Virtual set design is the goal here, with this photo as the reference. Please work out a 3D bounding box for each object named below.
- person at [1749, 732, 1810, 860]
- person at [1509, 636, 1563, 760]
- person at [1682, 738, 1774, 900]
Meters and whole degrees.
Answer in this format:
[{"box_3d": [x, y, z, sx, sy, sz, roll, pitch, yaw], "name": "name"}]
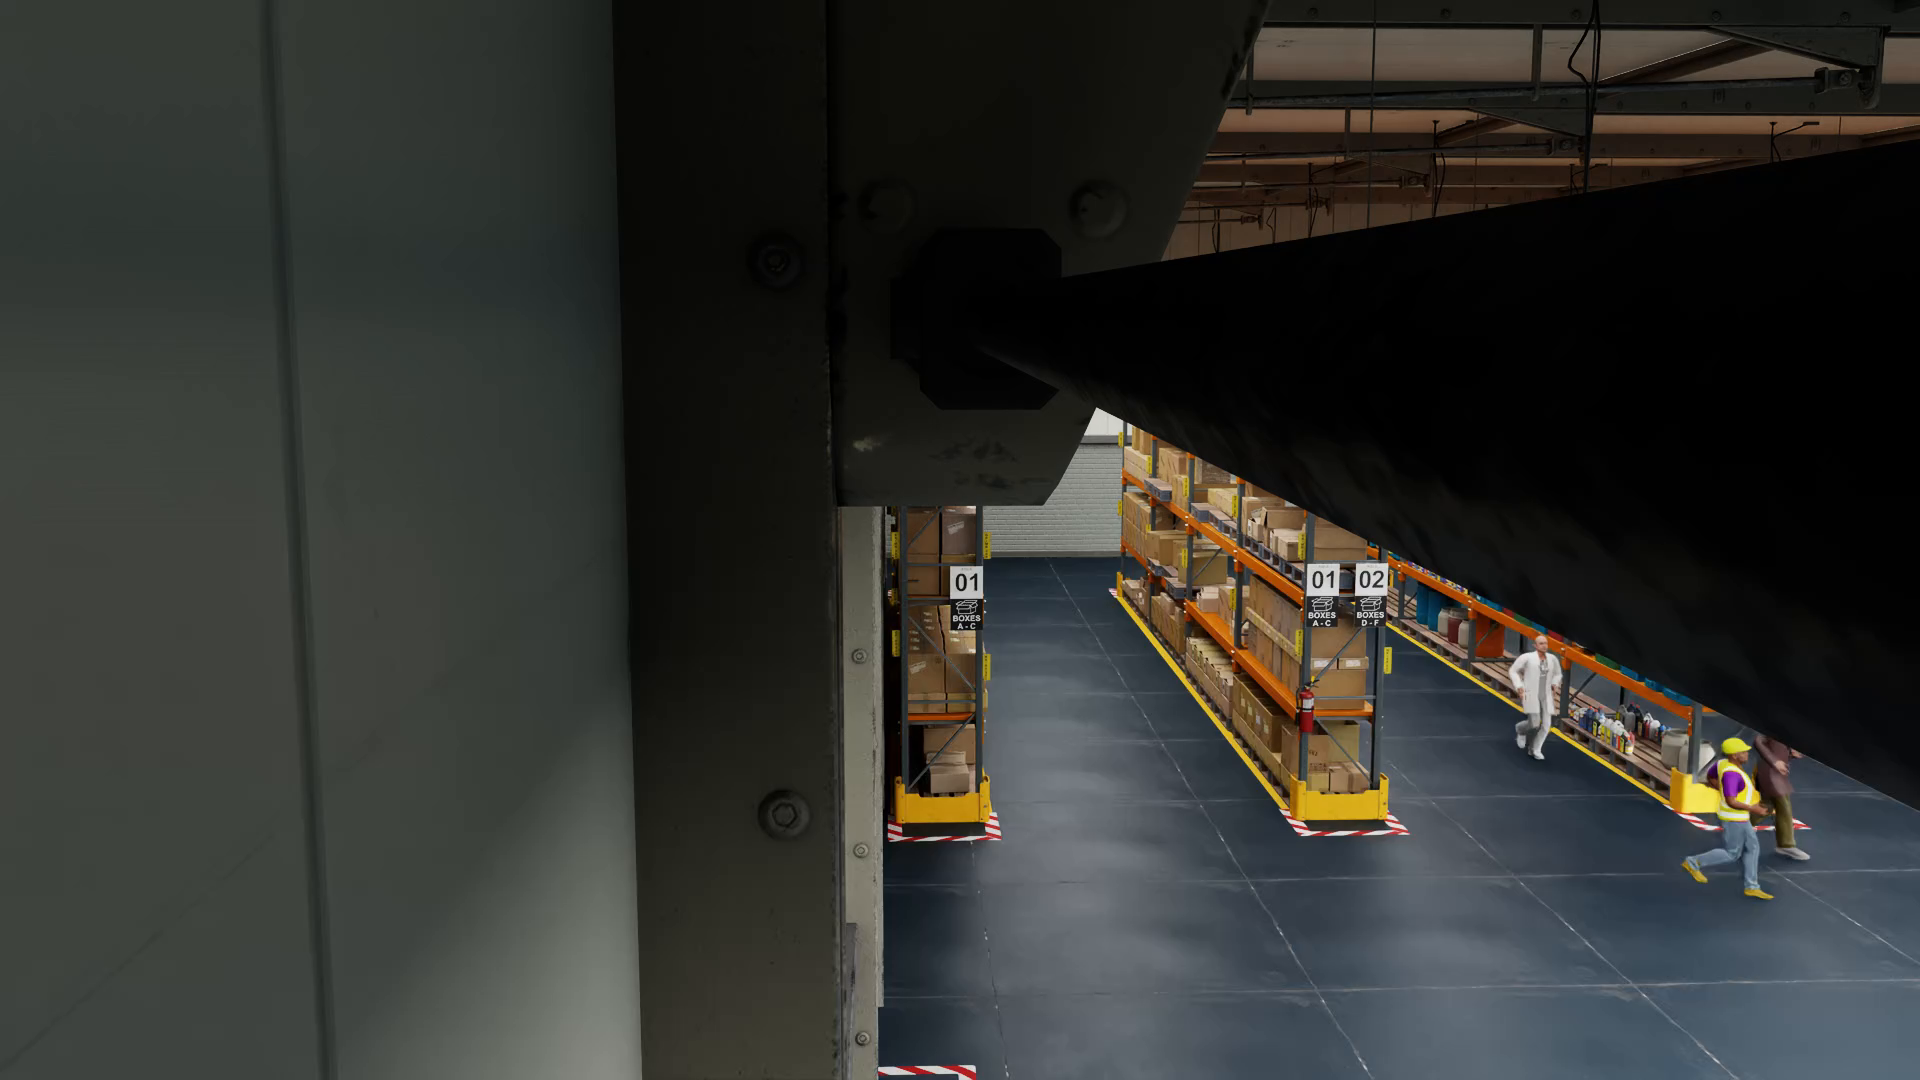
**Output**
[{"box_3d": [9.503, 2.744, 19.439, 0.939, 1.748, 0.759, 5, 9, 32], "name": "person"}, {"box_3d": [8.112, 2.197, 23.375, 0.729, 1.731, 0.671, -1, 8, -7], "name": "person"}, {"box_3d": [8.297, 2.980, 17.873, 0.932, 1.754, 0.712, 3, 9, 22], "name": "person"}]
